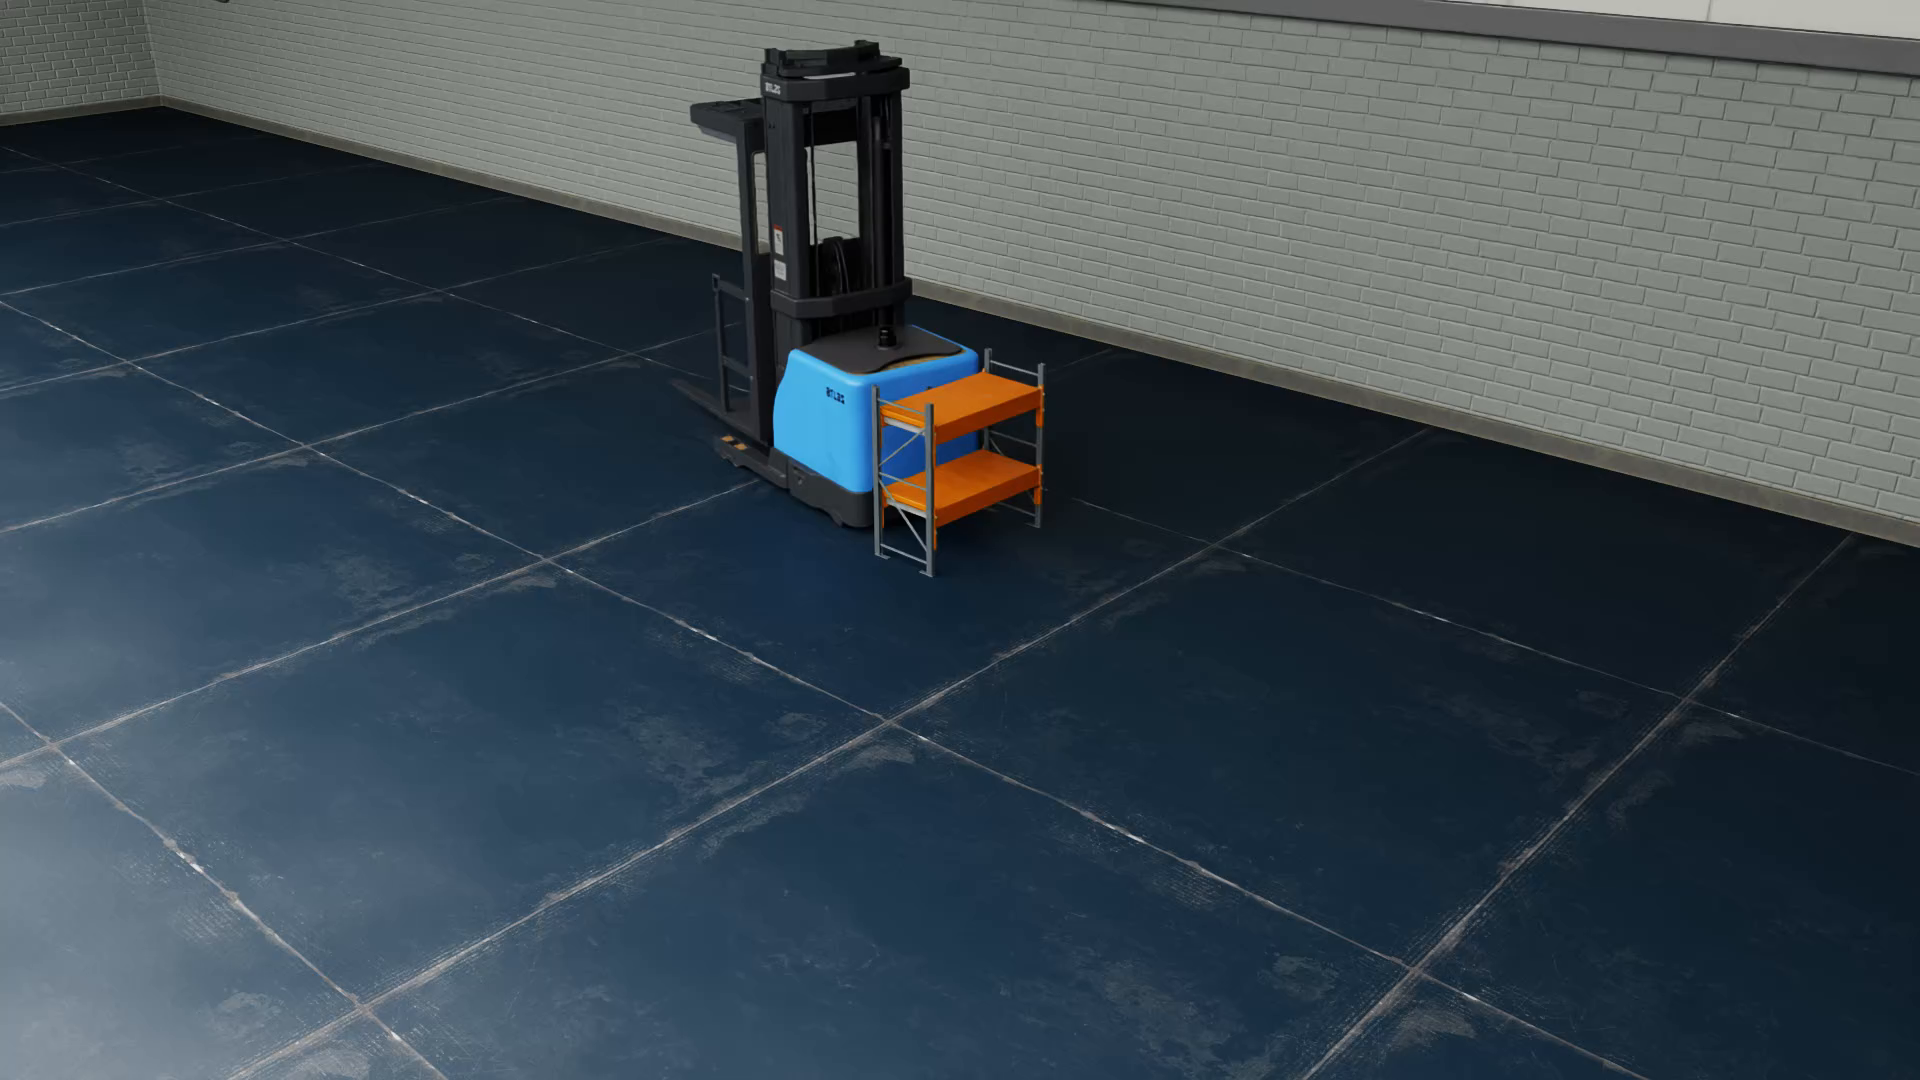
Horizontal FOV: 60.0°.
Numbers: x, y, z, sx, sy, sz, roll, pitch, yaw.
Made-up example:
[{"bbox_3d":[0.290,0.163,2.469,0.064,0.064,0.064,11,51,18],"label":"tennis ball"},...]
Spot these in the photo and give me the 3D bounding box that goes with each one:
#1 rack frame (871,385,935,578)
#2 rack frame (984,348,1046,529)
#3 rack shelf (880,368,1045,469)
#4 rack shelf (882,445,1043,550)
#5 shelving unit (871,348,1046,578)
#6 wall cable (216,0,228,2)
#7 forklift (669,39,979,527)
[{"bbox_3d":[-0.346,-0.355,10.167,0.500,1.125,0.032,21,32,39],"label":"rack frame"},{"bbox_3d":[0.351,-0.658,10.842,0.500,1.125,0.032,21,32,39],"label":"rack frame"},{"bbox_3d":[0.002,-0.773,10.385,0.538,0.278,1.000,21,32,39],"label":"rack shelf"},{"bbox_3d":[0.002,-0.283,10.605,0.538,0.278,1.000,21,32,39],"label":"rack shelf"},{"bbox_3d":[0.002,-0.506,10.505,0.538,1.125,1.048,21,32,39],"label":"shelving unit"},{"bbox_3d":[-11.295,-9.016,23.655,3.097,2.526,0.112,20,31,38],"label":"wall cable"},{"bbox_3d":[-1.124,-1.963,11.545,1.130,2.935,3.031,-16,29,-32],"label":"forklift"}]
